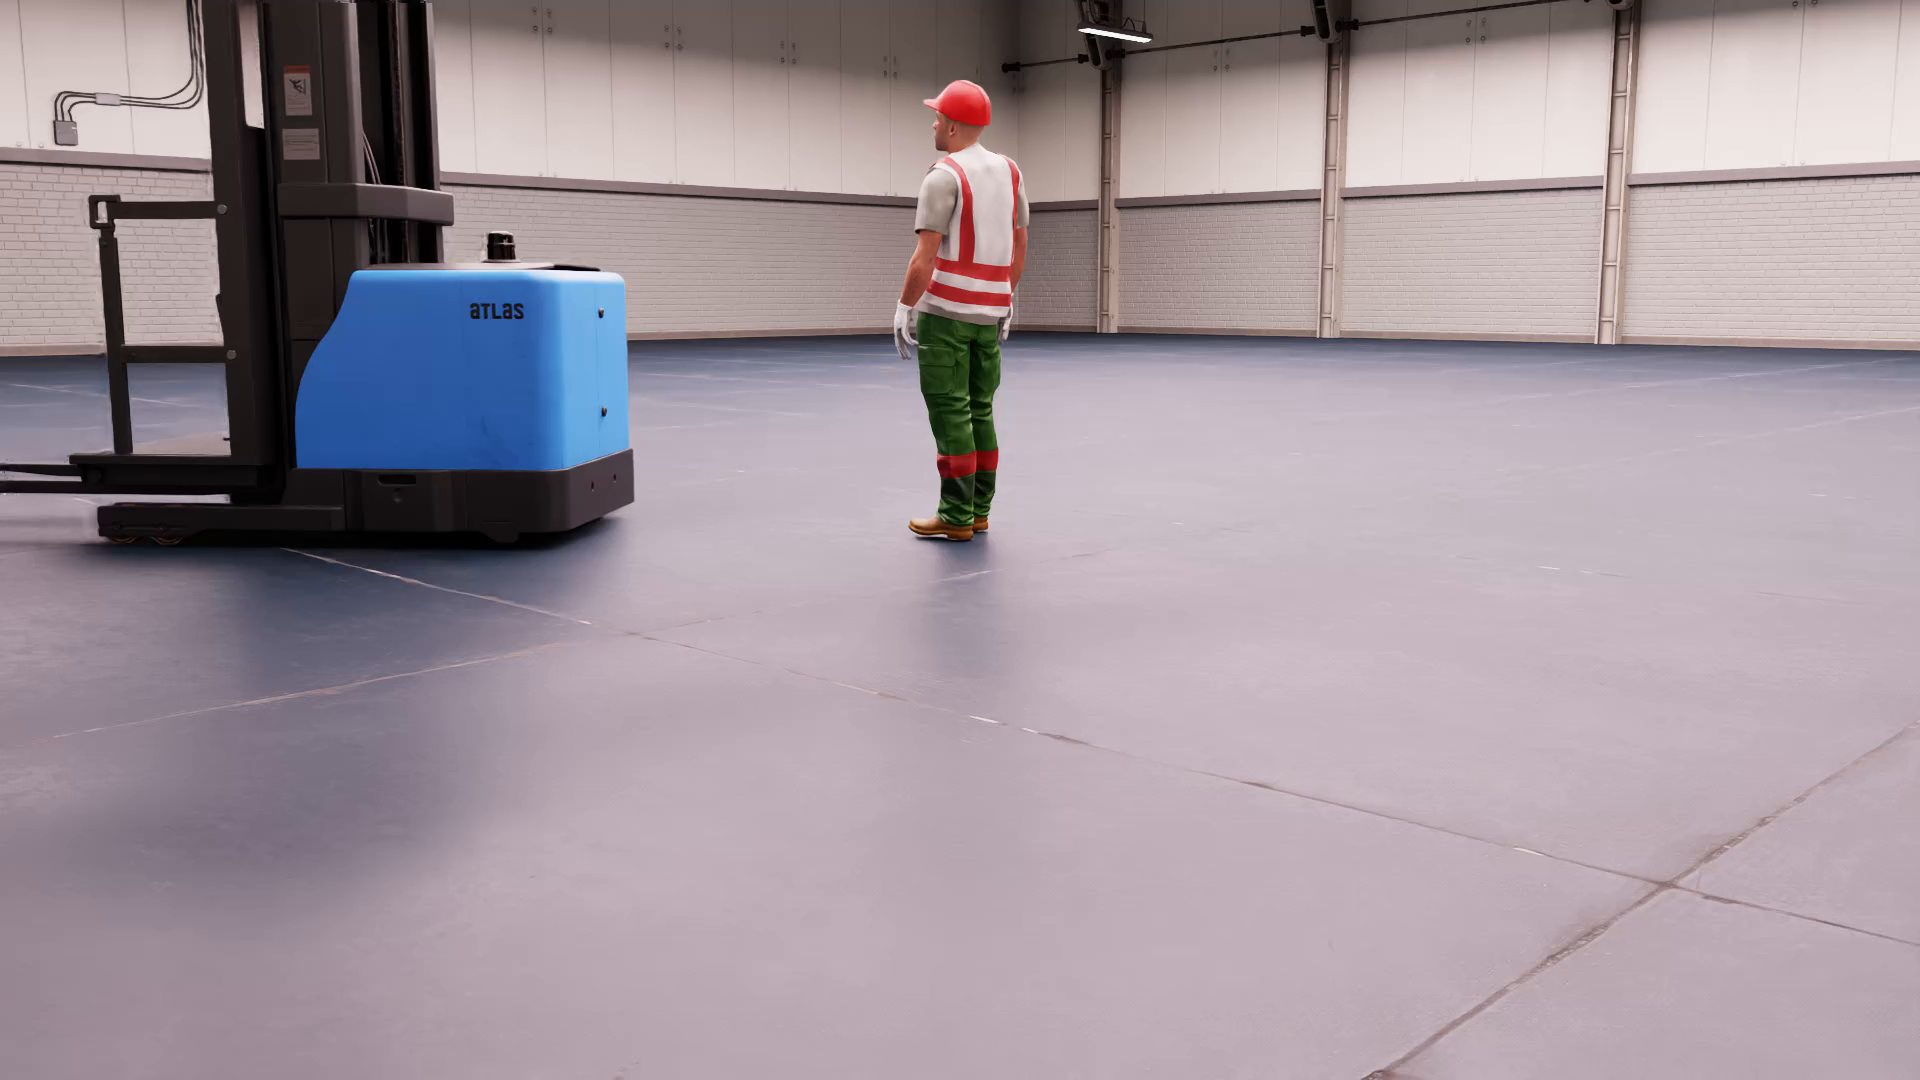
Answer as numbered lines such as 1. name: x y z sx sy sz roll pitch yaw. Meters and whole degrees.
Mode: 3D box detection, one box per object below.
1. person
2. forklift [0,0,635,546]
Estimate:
1. person: -0.049 -0.902 6.647 0.563 1.788 0.638 8 12 43
2. forklift: -2.987 -1.503 6.857 3.031 2.935 1.130 1 9 5
